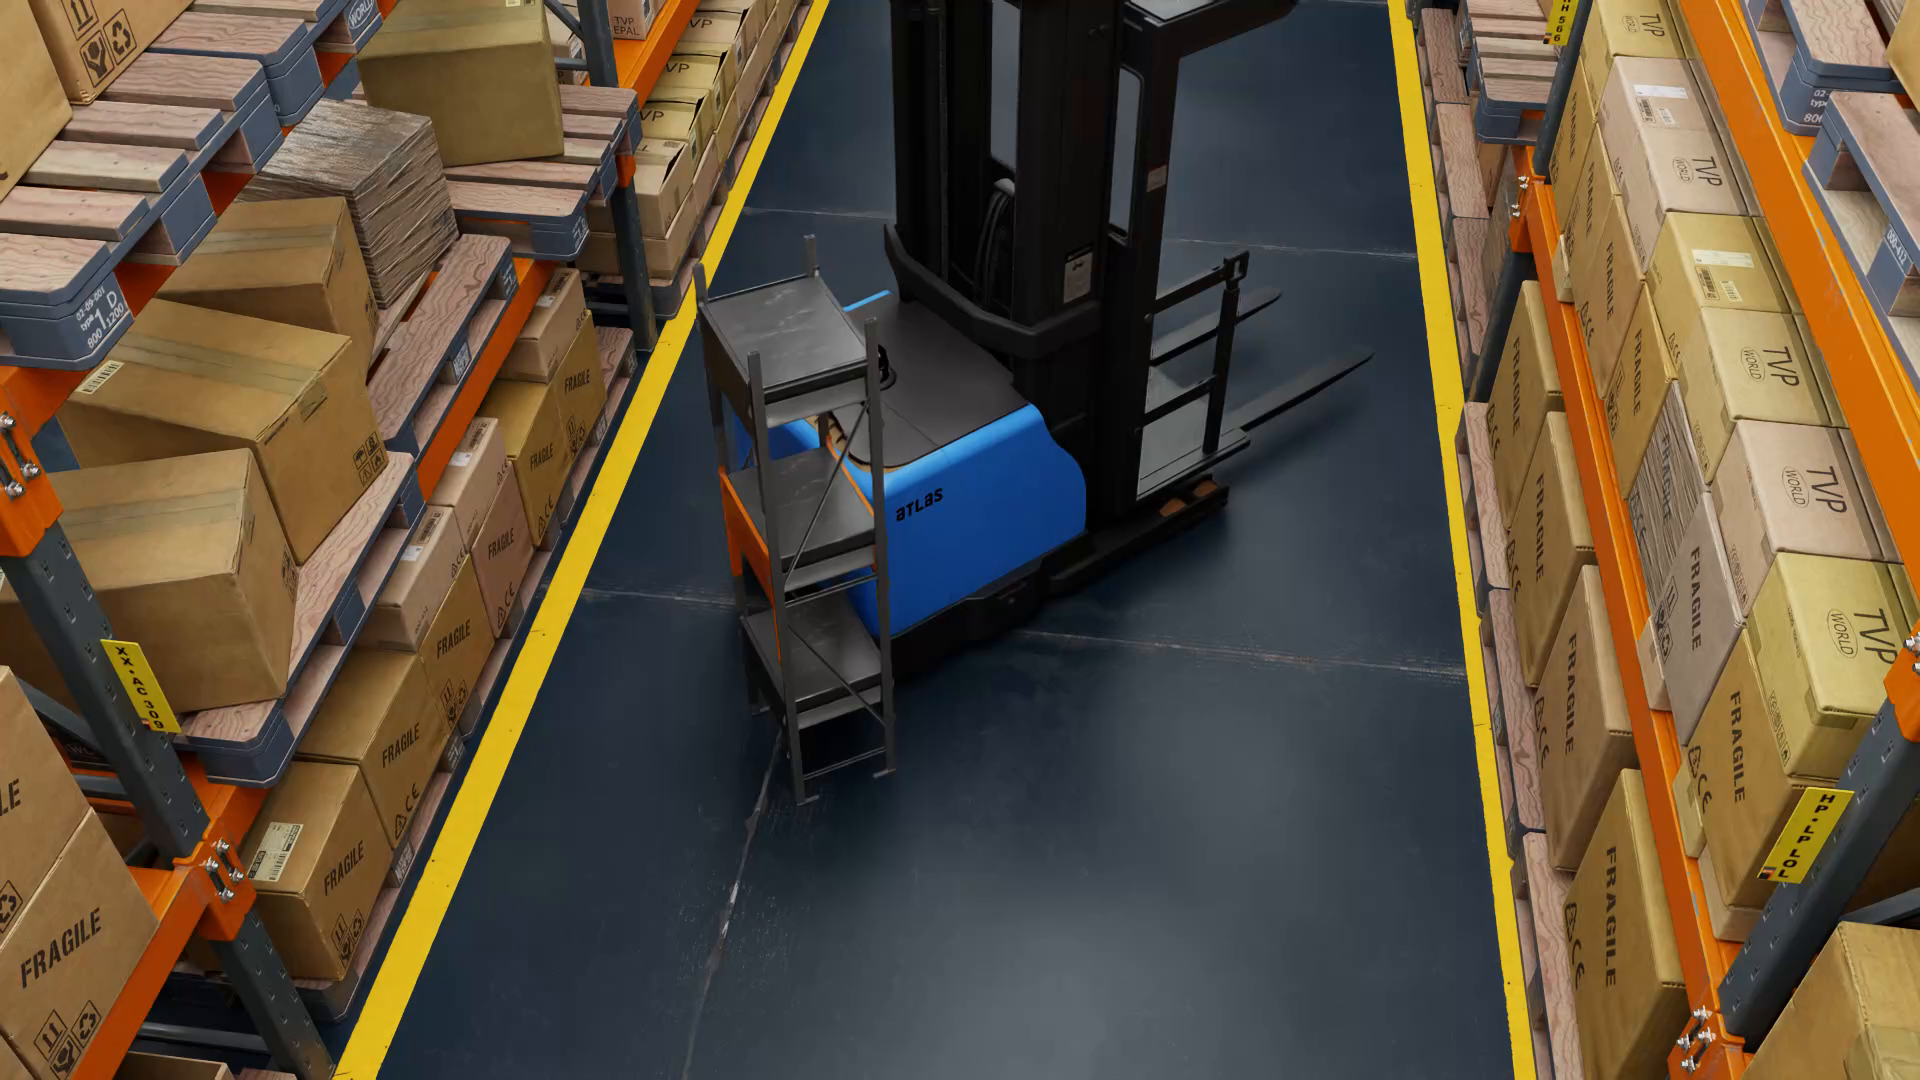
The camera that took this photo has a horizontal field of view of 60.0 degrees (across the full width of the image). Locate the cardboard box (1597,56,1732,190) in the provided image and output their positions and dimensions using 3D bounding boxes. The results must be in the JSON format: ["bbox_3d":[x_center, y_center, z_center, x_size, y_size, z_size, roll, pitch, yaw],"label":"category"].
[{"bbox_3d":[2.515,-1.420,5.719,0.500,0.250,0.500,5,44,5],"label":"cardboard box"}]

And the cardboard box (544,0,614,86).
[{"bbox_3d":[-1.918,-2.308,7.570,0.500,0.311,0.500,8,44,8],"label":"cardboard box"}]

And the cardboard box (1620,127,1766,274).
[{"bbox_3d":[2.453,-1.079,5.359,0.500,0.250,0.500,6,44,6],"label":"cardboard box"}]

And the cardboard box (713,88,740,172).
[{"bbox_3d":[-1.521,-2.278,9.169,0.500,0.250,0.500,4,44,4],"label":"cardboard box"}]

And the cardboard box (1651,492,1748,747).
[{"bbox_3d":[2.241,0.240,4.511,0.500,0.500,0.500,6,44,6],"label":"cardboard box"}]

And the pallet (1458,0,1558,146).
[{"bbox_3d":[2.890,-2.074,7.398,1.213,0.211,1.003,5,44,6],"label":"pallet"}]

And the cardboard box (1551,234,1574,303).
[{"bbox_3d":[2.467,-1.017,6.310,0.380,0.149,0.250,6,44,7],"label":"cardboard box"}]

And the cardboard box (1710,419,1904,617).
[{"bbox_3d":[2.258,-0.035,4.257,0.500,0.250,0.500,6,44,6],"label":"cardboard box"}]

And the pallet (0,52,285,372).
[{"bbox_3d":[-2.383,-0.829,3.899,1.213,0.211,1.003,5,44,6],"label":"pallet"}]

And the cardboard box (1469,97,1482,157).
[{"bbox_3d":[3.223,-2.423,9.125,0.700,0.500,0.500,6,44,6],"label":"cardboard box"}]

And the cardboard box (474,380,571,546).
[{"bbox_3d":[-1.969,-0.337,6.922,0.500,0.500,0.500,4,44,4],"label":"cardboard box"}]

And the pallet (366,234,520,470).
[{"bbox_3d":[-2.262,-0.701,5.948,1.003,0.211,1.213,5,44,6],"label":"pallet"}]

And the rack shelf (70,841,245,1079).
[{"bbox_3d":[-2.803,2.254,3.211,1.077,0.370,4.000,5,44,6],"label":"rack shelf"}]

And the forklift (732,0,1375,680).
[{"bbox_3d":[0.561,-1.343,6.536,3.031,2.935,1.130,-28,50,-26],"label":"forklift"}]

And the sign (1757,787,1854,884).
[{"bbox_3d":[1.833,0.643,3.604,0.100,0.325,0.005,5,44,6],"label":"sign"}]

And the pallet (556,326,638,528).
[{"bbox_3d":[-2.146,-0.578,7.707,1.003,0.211,1.213,5,44,6],"label":"pallet"}]

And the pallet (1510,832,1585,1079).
[{"bbox_3d":[2.400,1.557,5.452,1.003,0.211,1.213,5,44,6],"label":"pallet"}]

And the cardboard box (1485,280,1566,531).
[{"bbox_3d":[2.674,-0.531,6.887,0.750,0.750,0.750,5,44,5],"label":"cardboard box"}]

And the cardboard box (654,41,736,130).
[{"bbox_3d":[-1.519,-2.490,8.985,0.500,0.311,0.500,4,44,4],"label":"cardboard box"}]

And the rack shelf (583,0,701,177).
[{"bbox_3d":[-1.745,-3.198,8.969,1.077,0.370,4.000,5,44,6],"label":"rack shelf"}]

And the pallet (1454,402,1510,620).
[{"bbox_3d":[2.722,-0.105,7.208,1.003,0.211,1.213,5,44,6],"label":"pallet"}]

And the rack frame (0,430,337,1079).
[{"bbox_3d":[-2.538,0.630,4.403,1.000,3.000,0.127,5,44,6],"label":"rack frame"}]

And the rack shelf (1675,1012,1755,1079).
[{"bbox_3d":[2.108,2.702,2.738,1.077,0.370,4.000,5,44,6],"label":"rack shelf"}]

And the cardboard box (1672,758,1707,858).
[{"bbox_3d":[2.146,0.731,4.464,0.380,0.149,0.250,6,44,6],"label":"cardboard box"}]

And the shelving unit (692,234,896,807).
[{"bbox_3d":[-0.532,0.019,5.703,0.431,2.100,0.503,-18,46,-18],"label":"shelving unit"}]

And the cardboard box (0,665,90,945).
[{"bbox_3d":[-2.349,0.599,3.636,0.500,0.500,0.500,5,44,6],"label":"cardboard box"}]

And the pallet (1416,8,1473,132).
[{"bbox_3d":[3.328,-2.831,10.087,1.003,0.211,1.213,5,44,6],"label":"pallet"}]

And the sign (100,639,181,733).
[{"bbox_3d":[-2.000,0.360,4.059,0.100,0.325,0.005,5,44,6],"label":"sign"}]

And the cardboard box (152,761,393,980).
[{"bbox_3d":[-2.233,1.070,5.436,0.500,0.500,0.500,3,44,4],"label":"cardboard box"}]

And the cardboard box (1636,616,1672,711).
[{"bbox_3d":[2.202,0.373,4.842,0.380,0.149,0.250,5,44,6],"label":"cardboard box"}]

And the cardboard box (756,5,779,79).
[{"bbox_3d":[-1.384,-2.974,9.904,0.500,0.250,0.500,6,44,6],"label":"cardboard box"}]

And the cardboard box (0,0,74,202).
[{"bbox_3d":[-2.399,-1.021,3.514,0.600,0.600,0.600,1,43,2],"label":"cardboard box"}]

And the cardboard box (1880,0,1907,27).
[{"bbox_3d":[2.737,-1.518,4.097,0.700,0.500,0.500,5,44,5],"label":"cardboard box"}]

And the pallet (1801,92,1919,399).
[{"bbox_3d":[2.445,-0.571,3.629,0.805,0.209,1.217,4,44,4],"label":"pallet"}]

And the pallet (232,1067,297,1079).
[{"bbox_3d":[-2.630,2.111,4.868,1.003,0.211,1.213,5,44,6],"label":"pallet"}]

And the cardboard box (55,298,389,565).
[{"bbox_3d":[-2.226,-0.336,5.045,0.700,0.500,0.500,12,45,12],"label":"cardboard box"}]

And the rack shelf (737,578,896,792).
[{"bbox_3d":[-0.532,0.537,6.193,0.431,0.518,0.480,-18,46,-18],"label":"rack shelf"}]

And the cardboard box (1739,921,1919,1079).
[{"bbox_3d":[2.284,1.337,3.438,0.980,0.700,0.700,6,44,6],"label":"cardboard box"}]

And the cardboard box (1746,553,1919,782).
[{"bbox_3d":[2.180,0.312,3.890,0.500,0.250,0.500,6,44,7],"label":"cardboard box"}]

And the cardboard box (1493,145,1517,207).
[{"bbox_3d":[3.128,-1.736,8.400,0.700,0.500,0.500,5,44,5],"label":"cardboard box"}]

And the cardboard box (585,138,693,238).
[{"bbox_3d":[-1.649,-1.784,8.239,0.500,0.311,0.500,7,44,7],"label":"cardboard box"}]

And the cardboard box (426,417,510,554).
[{"bbox_3d":[-2.035,-0.225,6.259,0.500,0.250,0.500,4,44,5],"label":"cardboard box"}]

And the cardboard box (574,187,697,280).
[{"bbox_3d":[-1.649,-1.580,8.432,0.500,0.250,0.500,5,44,5],"label":"cardboard box"}]

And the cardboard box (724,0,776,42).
[{"bbox_3d":[-1.381,-3.183,9.716,0.500,0.311,0.500,5,44,5],"label":"cardboard box"}]

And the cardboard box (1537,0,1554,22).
[{"bbox_3d":[3.000,-2.549,7.368,0.700,0.500,0.500,1,43,2],"label":"cardboard box"}]

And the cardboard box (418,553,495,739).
[{"bbox_3d":[-2.100,0.366,6.180,0.500,0.500,0.500,6,44,6],"label":"cardboard box"}]

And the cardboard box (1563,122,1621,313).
[{"bbox_3d":[2.505,-1.136,5.965,0.500,0.500,0.500,7,44,7],"label":"cardboard box"}]

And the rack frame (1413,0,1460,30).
[{"bbox_3d":[3.430,-4.374,9.688,1.000,3.000,0.127,5,44,6],"label":"rack frame"}]

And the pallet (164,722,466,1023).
[{"bbox_3d":[-2.468,1.085,5.951,1.003,0.211,1.213,5,44,6],"label":"pallet"}]

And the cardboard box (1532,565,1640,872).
[{"bbox_3d":[2.444,0.645,5.645,0.750,0.750,0.750,6,44,7],"label":"cardboard box"}]

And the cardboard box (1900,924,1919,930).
[{"bbox_3d":[2.613,0.951,4.232,0.380,0.149,0.250,4,44,4],"label":"cardboard box"}]

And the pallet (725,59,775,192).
[{"bbox_3d":[-1.698,-2.470,9.705,1.003,0.211,1.213,5,44,6],"label":"pallet"}]

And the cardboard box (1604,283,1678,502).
[{"bbox_3d":[2.377,-0.442,5.232,0.500,0.500,0.500,6,44,7],"label":"cardboard box"}]

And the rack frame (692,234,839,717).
[{"bbox_3d":[-0.636,-0.133,5.863,0.400,2.100,0.015,-18,46,-18],"label":"rack frame"}]

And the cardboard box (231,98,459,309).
[{"bbox_3d":[-2.291,-1.240,5.999,0.700,0.500,0.500,13,45,13],"label":"cardboard box"}]

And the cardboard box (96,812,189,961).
[{"bbox_3d":[-2.757,1.015,5.494,0.500,0.500,0.500,5,44,5],"label":"cardboard box"}]

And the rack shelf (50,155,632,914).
[{"bbox_3d":[-2.274,-0.472,6.090,1.077,0.370,4.000,5,44,6],"label":"rack shelf"}]

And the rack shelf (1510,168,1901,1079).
[{"bbox_3d":[2.637,-0.024,5.617,1.077,0.370,4.000,5,44,6],"label":"rack shelf"}]

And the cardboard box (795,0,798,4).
[{"bbox_3d":[-1.248,-3.667,10.636,0.500,0.250,0.500,5,44,5],"label":"cardboard box"}]
